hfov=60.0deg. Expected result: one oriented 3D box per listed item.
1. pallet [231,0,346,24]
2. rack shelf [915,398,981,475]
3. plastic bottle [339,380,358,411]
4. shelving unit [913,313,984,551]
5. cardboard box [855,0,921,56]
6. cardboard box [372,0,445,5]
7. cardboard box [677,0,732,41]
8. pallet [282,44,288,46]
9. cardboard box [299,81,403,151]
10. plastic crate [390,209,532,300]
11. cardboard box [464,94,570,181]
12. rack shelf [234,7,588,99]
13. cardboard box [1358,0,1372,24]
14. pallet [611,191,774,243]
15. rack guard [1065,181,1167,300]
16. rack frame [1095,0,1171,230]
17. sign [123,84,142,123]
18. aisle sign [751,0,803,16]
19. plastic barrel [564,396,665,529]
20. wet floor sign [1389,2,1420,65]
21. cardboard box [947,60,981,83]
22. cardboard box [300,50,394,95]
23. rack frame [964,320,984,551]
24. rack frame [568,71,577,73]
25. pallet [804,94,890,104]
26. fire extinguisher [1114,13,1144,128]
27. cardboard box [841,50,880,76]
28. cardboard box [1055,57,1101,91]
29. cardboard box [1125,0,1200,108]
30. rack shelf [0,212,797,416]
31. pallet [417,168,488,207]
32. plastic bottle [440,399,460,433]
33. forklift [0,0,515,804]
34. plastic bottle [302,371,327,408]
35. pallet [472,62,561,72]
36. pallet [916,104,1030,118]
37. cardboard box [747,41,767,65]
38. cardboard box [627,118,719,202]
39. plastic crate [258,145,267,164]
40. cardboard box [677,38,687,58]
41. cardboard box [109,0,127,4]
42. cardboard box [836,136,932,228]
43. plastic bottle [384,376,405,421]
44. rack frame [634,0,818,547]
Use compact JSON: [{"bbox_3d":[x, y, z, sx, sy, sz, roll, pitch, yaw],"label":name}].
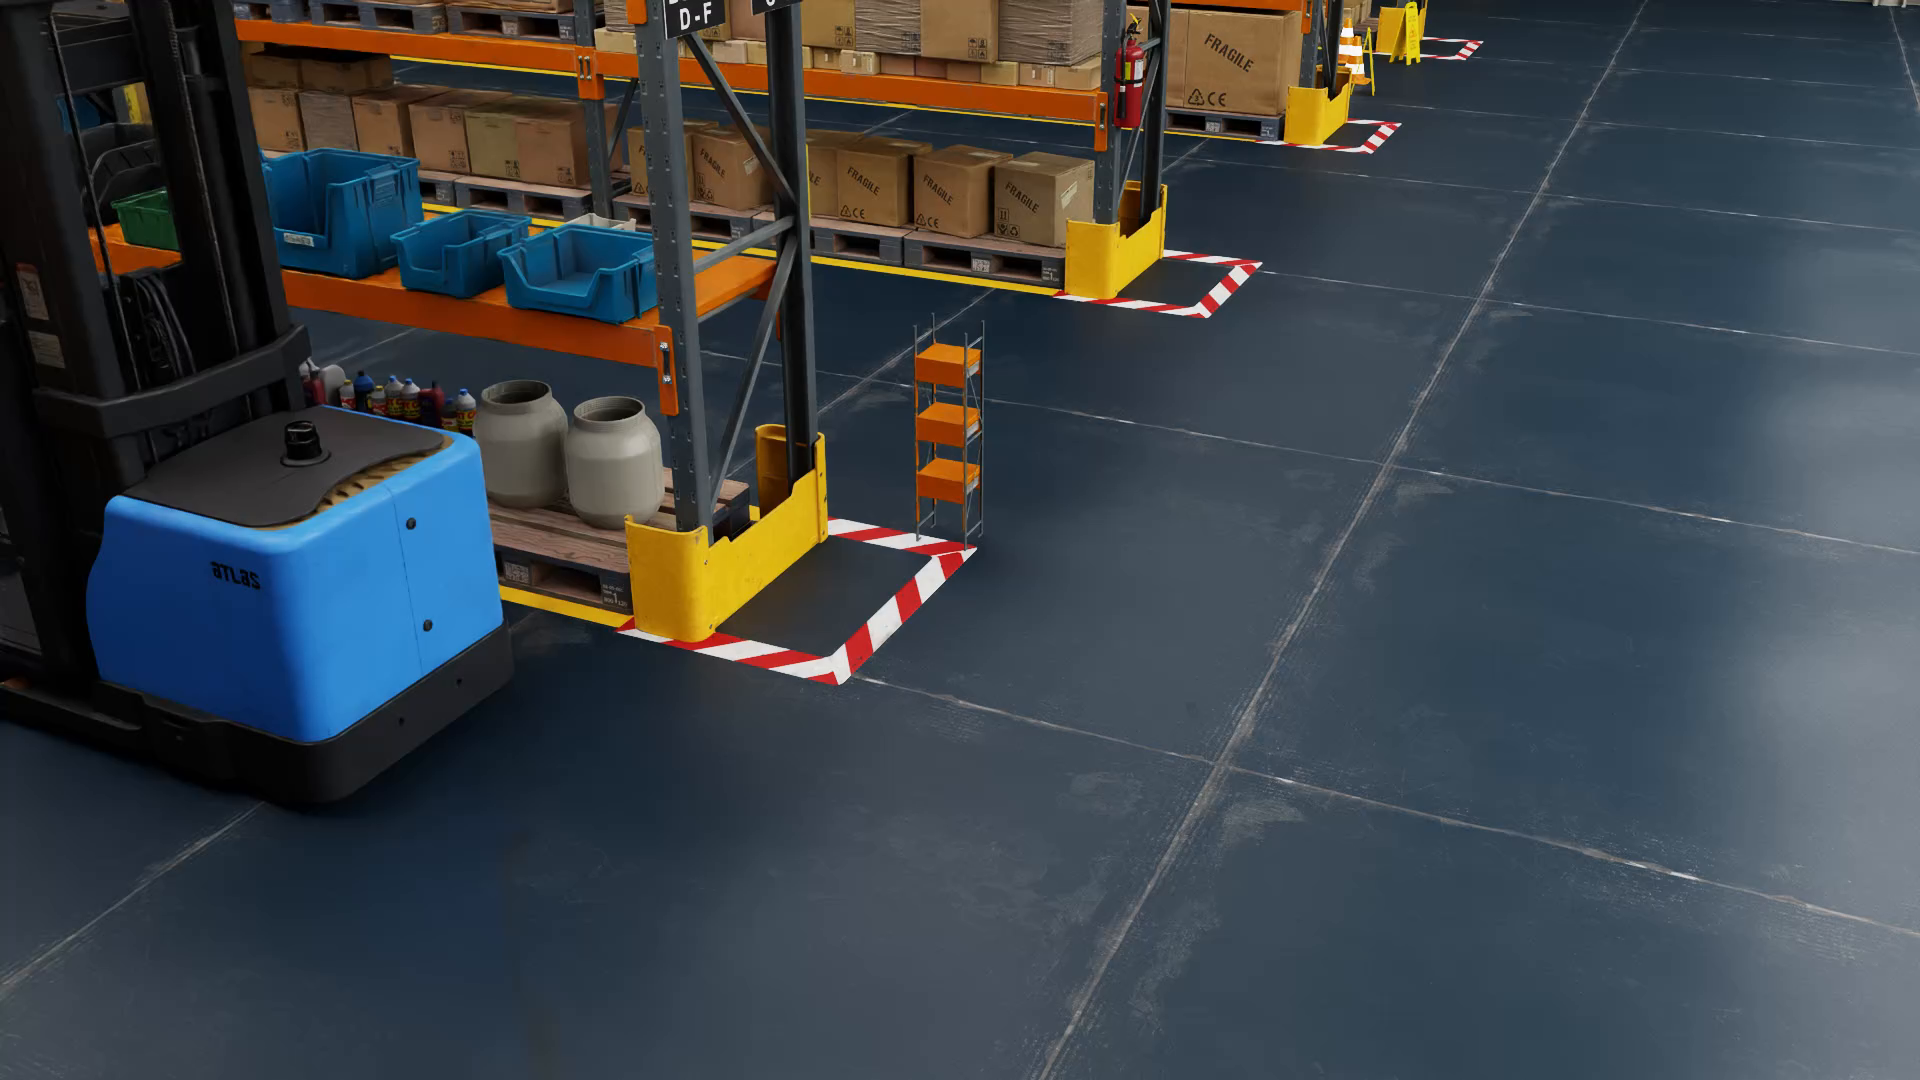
[{"bbox_3d":[-5.445,-4.463,13.636,1.003,0.211,1.213,11,28,22],"label":"pallet"},{"bbox_3d":[-0.049,-0.472,7.543,0.240,0.259,0.215,11,28,22],"label":"rack shelf"},{"bbox_3d":[-3.108,-0.717,8.481,0.097,0.201,0.097,0,26,0],"label":"plastic bottle"},{"bbox_3d":[-0.049,-0.481,7.538,0.252,1.050,0.215,11,28,22],"label":"shelving unit"},{"bbox_3d":[-0.287,-3.615,11.247,0.500,0.500,0.875,11,28,22],"label":"cardboard box"},{"bbox_3d":[-4.113,-4.419,12.738,0.637,0.503,0.797,15,30,27],"label":"cardboard box"},{"bbox_3d":[-1.672,-3.870,11.765,0.500,0.500,0.875,11,28,22],"label":"cardboard box"},{"bbox_3d":[-8.260,-6.201,20.106,1.213,0.211,1.003,11,28,22],"label":"pallet"},{"bbox_3d":[-5.010,-3.501,13.798,0.500,0.500,0.700,9,28,18],"label":"cardboard box"},{"bbox_3d":[-2.074,-1.207,6.975,0.408,0.251,0.499,11,28,22],"label":"plastic crate"},{"bbox_3d":[-3.474,-3.196,13.178,0.500,0.500,0.700,11,28,21],"label":"cardboard box"},{"bbox_3d":[-4.318,-3.948,13.187,4.000,0.370,1.077,11,28,22],"label":"rack shelf"},{"bbox_3d":[4.626,-6.372,19.933,0.500,0.250,0.500,11,28,21],"label":"cardboard box"},{"bbox_3d":[-1.871,-2.545,12.681,1.213,0.211,1.003,11,28,22],"label":"pallet"},{"bbox_3d":[1.075,-2.066,11.380,0.348,0.500,1.175,11,28,22],"label":"rack guard"},{"bbox_3d":[1.144,-3.174,10.800,0.127,3.000,1.000,11,28,22],"label":"rack frame"},{"bbox_3d":[-4.310,-2.257,8.624,0.005,0.325,0.100,11,28,22],"label":"sign"},{"bbox_3d":[-0.719,-2.453,6.393,0.004,0.787,0.394,11,28,22],"label":"aisle sign"},{"bbox_3d":[-1.537,-0.344,7.394,0.421,0.512,0.421,0,26,0],"label":"plastic barrel"},{"bbox_3d":[4.976,-5.637,18.469,0.232,0.644,0.267,23,35,39],"label":"wet floor sign"},{"bbox_3d":[0.102,-3.153,11.042,0.250,0.149,0.380,11,28,22],"label":"cardboard box"},{"bbox_3d":[-5.029,-3.845,13.647,0.500,0.250,0.500,15,30,28],"label":"cardboard box"},{"bbox_3d":[0.063,-0.459,7.493,0.008,1.050,0.200,11,28,22],"label":"rack frame"},{"bbox_3d":[-3.993,-6.612,17.784,0.127,3.000,1.000,11,28,22],"label":"rack frame"},{"bbox_3d":[-1.086,-4.740,17.139,1.213,0.211,1.003,11,28,22],"label":"pallet"},{"bbox_3d":[1.058,-2.933,10.398,0.183,0.674,0.296,11,28,22],"label":"fire extinguisher"},{"bbox_3d":[-0.610,-3.262,11.264,0.250,0.149,0.380,11,28,22],"label":"cardboard box"},{"bbox_3d":[0.799,-3.030,10.793,0.250,0.149,0.380,11,28,22],"label":"cardboard box"},{"bbox_3d":[1.843,-4.642,15.713,0.875,0.875,0.875,11,28,21],"label":"cardboard box"},{"bbox_3d":[-2.727,-1.225,7.656,4.000,0.370,1.077,11,28,22],"label":"rack shelf"},{"bbox_3d":[-4.321,-3.018,13.641,1.213,0.211,1.003,11,28,22],"label":"pallet"},{"bbox_3d":[-2.522,-0.600,8.242,0.097,0.201,0.097,0,26,0],"label":"plastic bottle"},{"bbox_3d":[-3.301,-0.824,6.106,3.031,2.935,1.130,12,29,23],"label":"forklift"},{"bbox_3d":[-3.270,-0.722,8.397,0.133,0.283,0.061,11,28,22],"label":"plastic bottle"},{"bbox_3d":[-4.704,-5.505,18.691,1.213,0.211,1.003,11,28,22],"label":"pallet"},{"bbox_3d":[0.308,-4.459,16.568,1.213,0.211,1.003,11,28,22],"label":"pallet"},{"bbox_3d":[-1.278,-3.413,11.571,0.250,0.149,0.380,11,28,22],"label":"cardboard box"},{"bbox_3d":[-2.150,-2.883,12.563,0.500,0.500,0.500,10,28,20],"label":"cardboard box"},{"bbox_3d":[-3.427,-1.753,8.084,0.616,0.251,0.499,11,28,22],"label":"plastic crate"},{"bbox_3d":[-1.965,-3.546,11.842,0.250,0.149,0.380,11,28,22],"label":"cardboard box"},{"bbox_3d":[-6.690,-4.672,13.730,0.500,0.500,0.500,12,29,23],"label":"cardboard box"},{"bbox_3d":[-0.538,-2.579,11.947,0.500,0.500,0.500,14,30,27],"label":"cardboard box"},{"bbox_3d":[-2.831,-0.693,8.353,0.097,0.271,0.097,0,26,0],"label":"plastic bottle"},{"bbox_3d":[-0.906,-1.182,6.755,0.127,3.000,1.000,11,28,22],"label":"rack frame"}]
